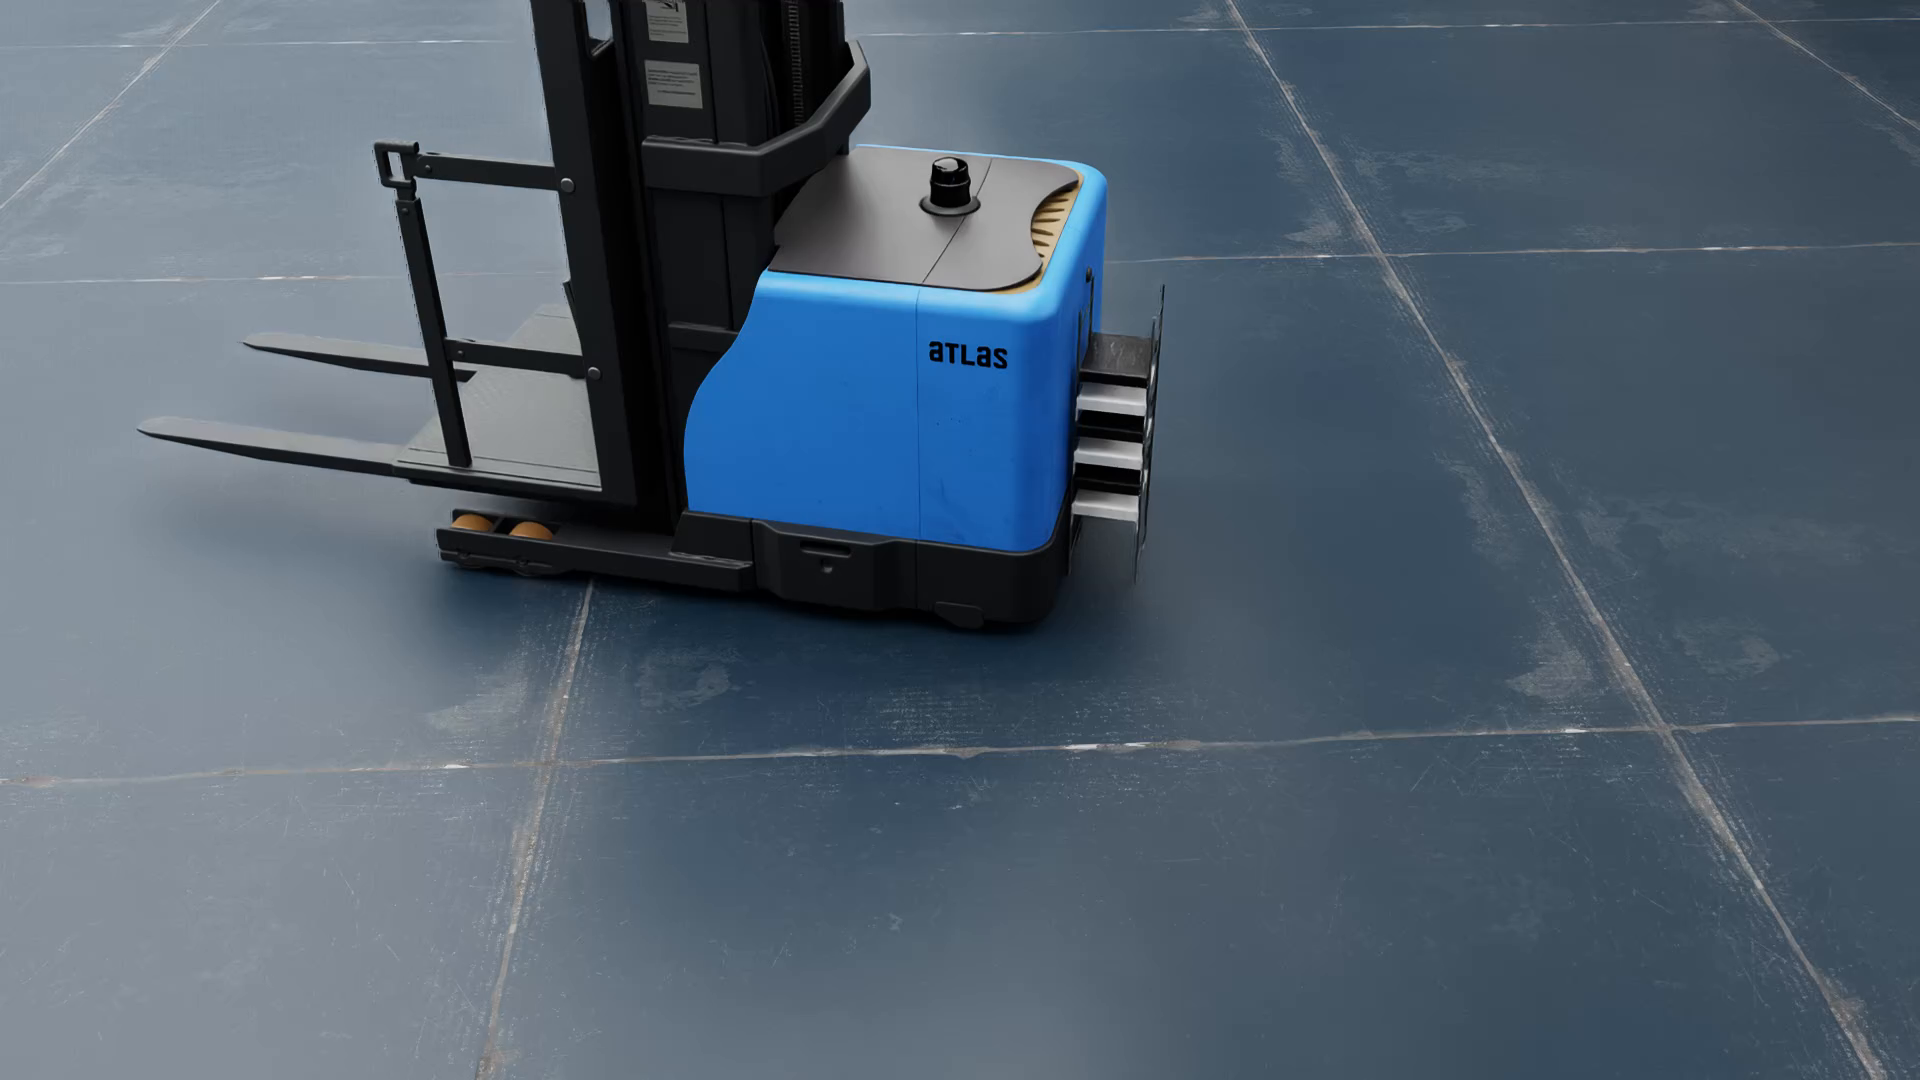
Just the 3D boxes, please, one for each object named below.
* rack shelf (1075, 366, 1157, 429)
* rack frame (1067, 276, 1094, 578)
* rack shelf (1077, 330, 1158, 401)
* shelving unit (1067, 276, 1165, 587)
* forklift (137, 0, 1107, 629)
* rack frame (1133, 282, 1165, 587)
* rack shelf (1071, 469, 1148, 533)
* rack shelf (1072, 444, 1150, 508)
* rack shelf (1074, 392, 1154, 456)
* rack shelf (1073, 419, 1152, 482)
[{"bbox_3d":[0.455,-0.428,4.821,0.200,0.077,0.258,7,35,10],"label":"rack shelf"},{"bbox_3d":[0.356,-0.321,4.922,0.006,0.900,0.240,7,35,10],"label":"rack frame"},{"bbox_3d":[0.455,-0.502,4.769,0.200,0.077,0.258,7,35,10],"label":"rack shelf"},{"bbox_3d":[0.455,-0.308,4.904,0.210,0.900,0.258,7,35,10],"label":"shelving unit"},{"bbox_3d":[-1.116,-1.376,4.663,3.031,2.935,1.130,7,35,10],"label":"forklift"},{"bbox_3d":[0.554,-0.295,4.886,0.006,0.900,0.240,7,35,10],"label":"rack frame"},{"bbox_3d":[0.455,-0.132,5.025,0.200,0.077,0.258,7,35,10],"label":"rack shelf"},{"bbox_3d":[0.455,-0.206,4.974,0.200,0.077,0.258,7,35,10],"label":"rack shelf"},{"bbox_3d":[0.455,-0.354,4.872,0.200,0.077,0.258,7,35,10],"label":"rack shelf"},{"bbox_3d":[0.455,-0.280,4.923,0.200,0.077,0.258,7,35,10],"label":"rack shelf"}]
